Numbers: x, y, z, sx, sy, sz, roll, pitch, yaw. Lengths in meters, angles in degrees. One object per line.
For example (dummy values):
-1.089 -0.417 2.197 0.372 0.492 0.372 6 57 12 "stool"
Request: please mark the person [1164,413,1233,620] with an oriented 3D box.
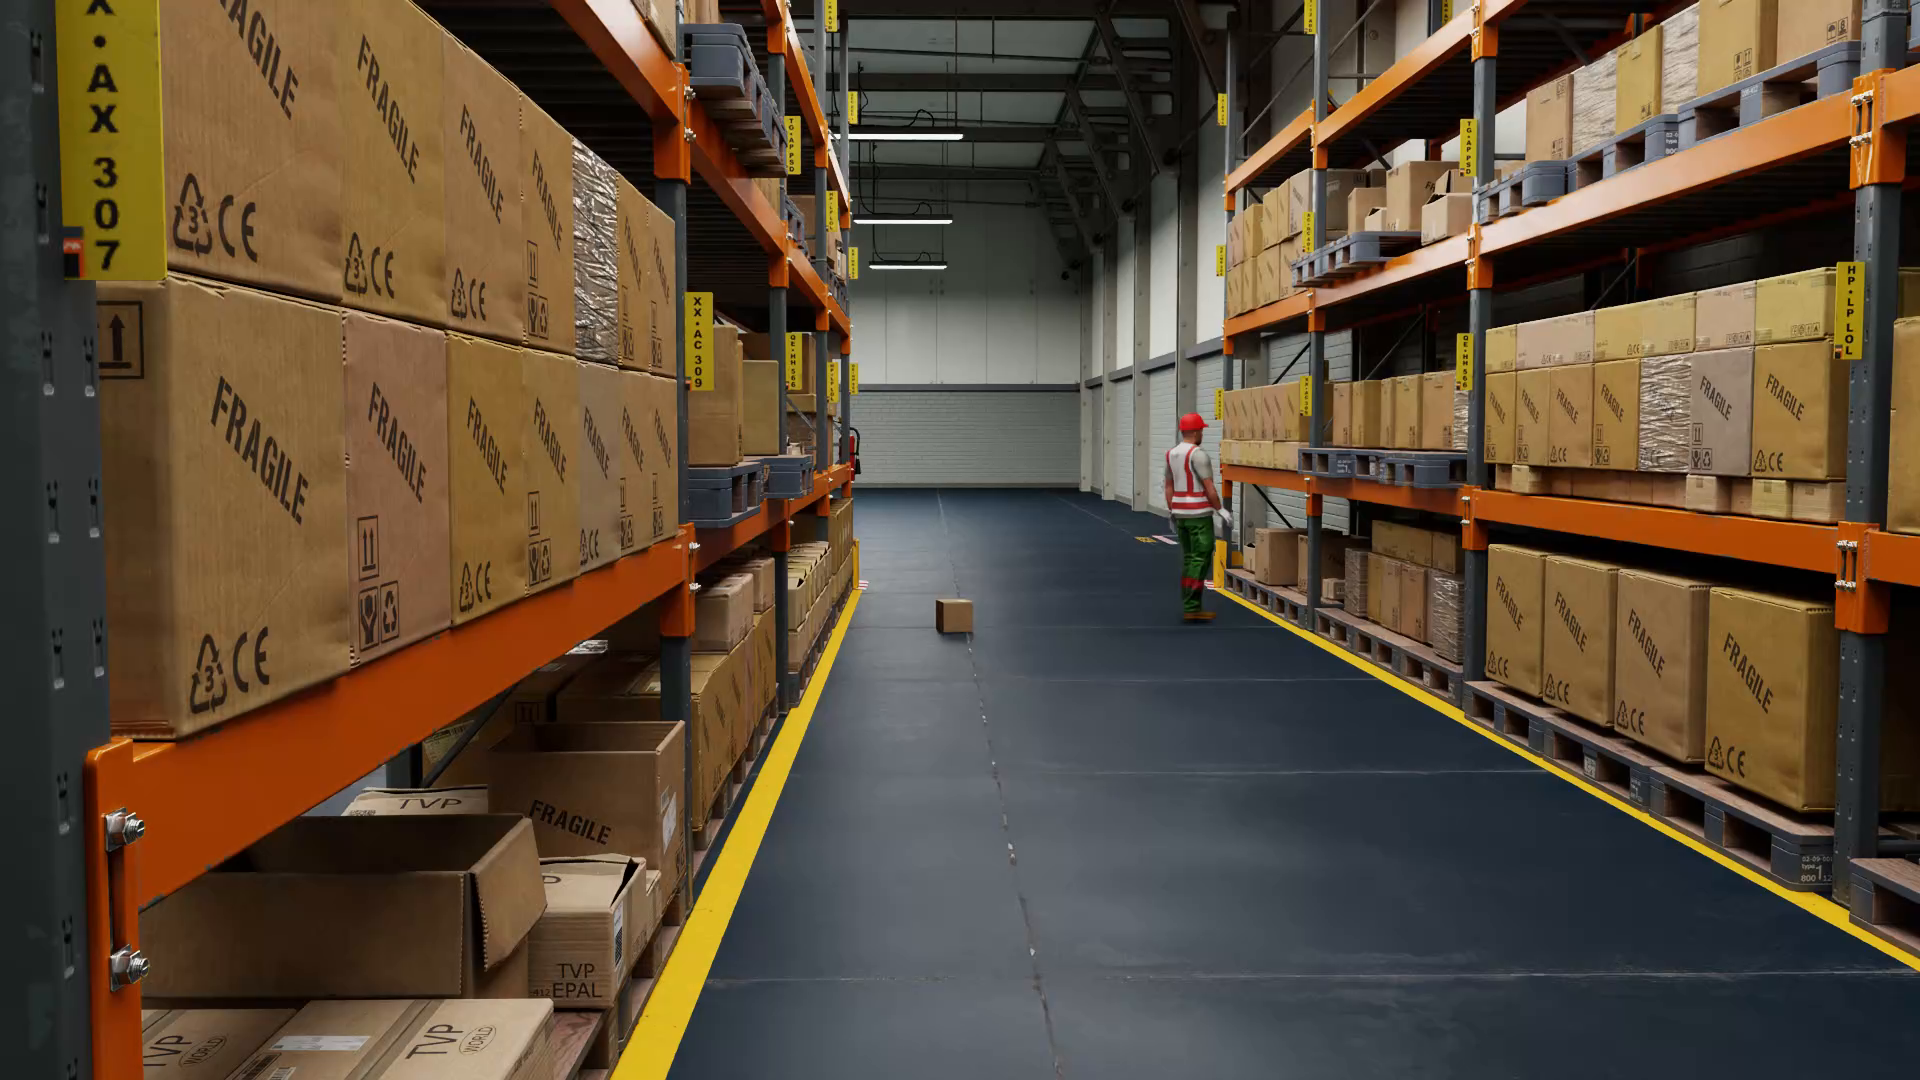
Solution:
2.085 -0.199 14.441 0.500 1.805 0.586 -2 4 -27 "person"
